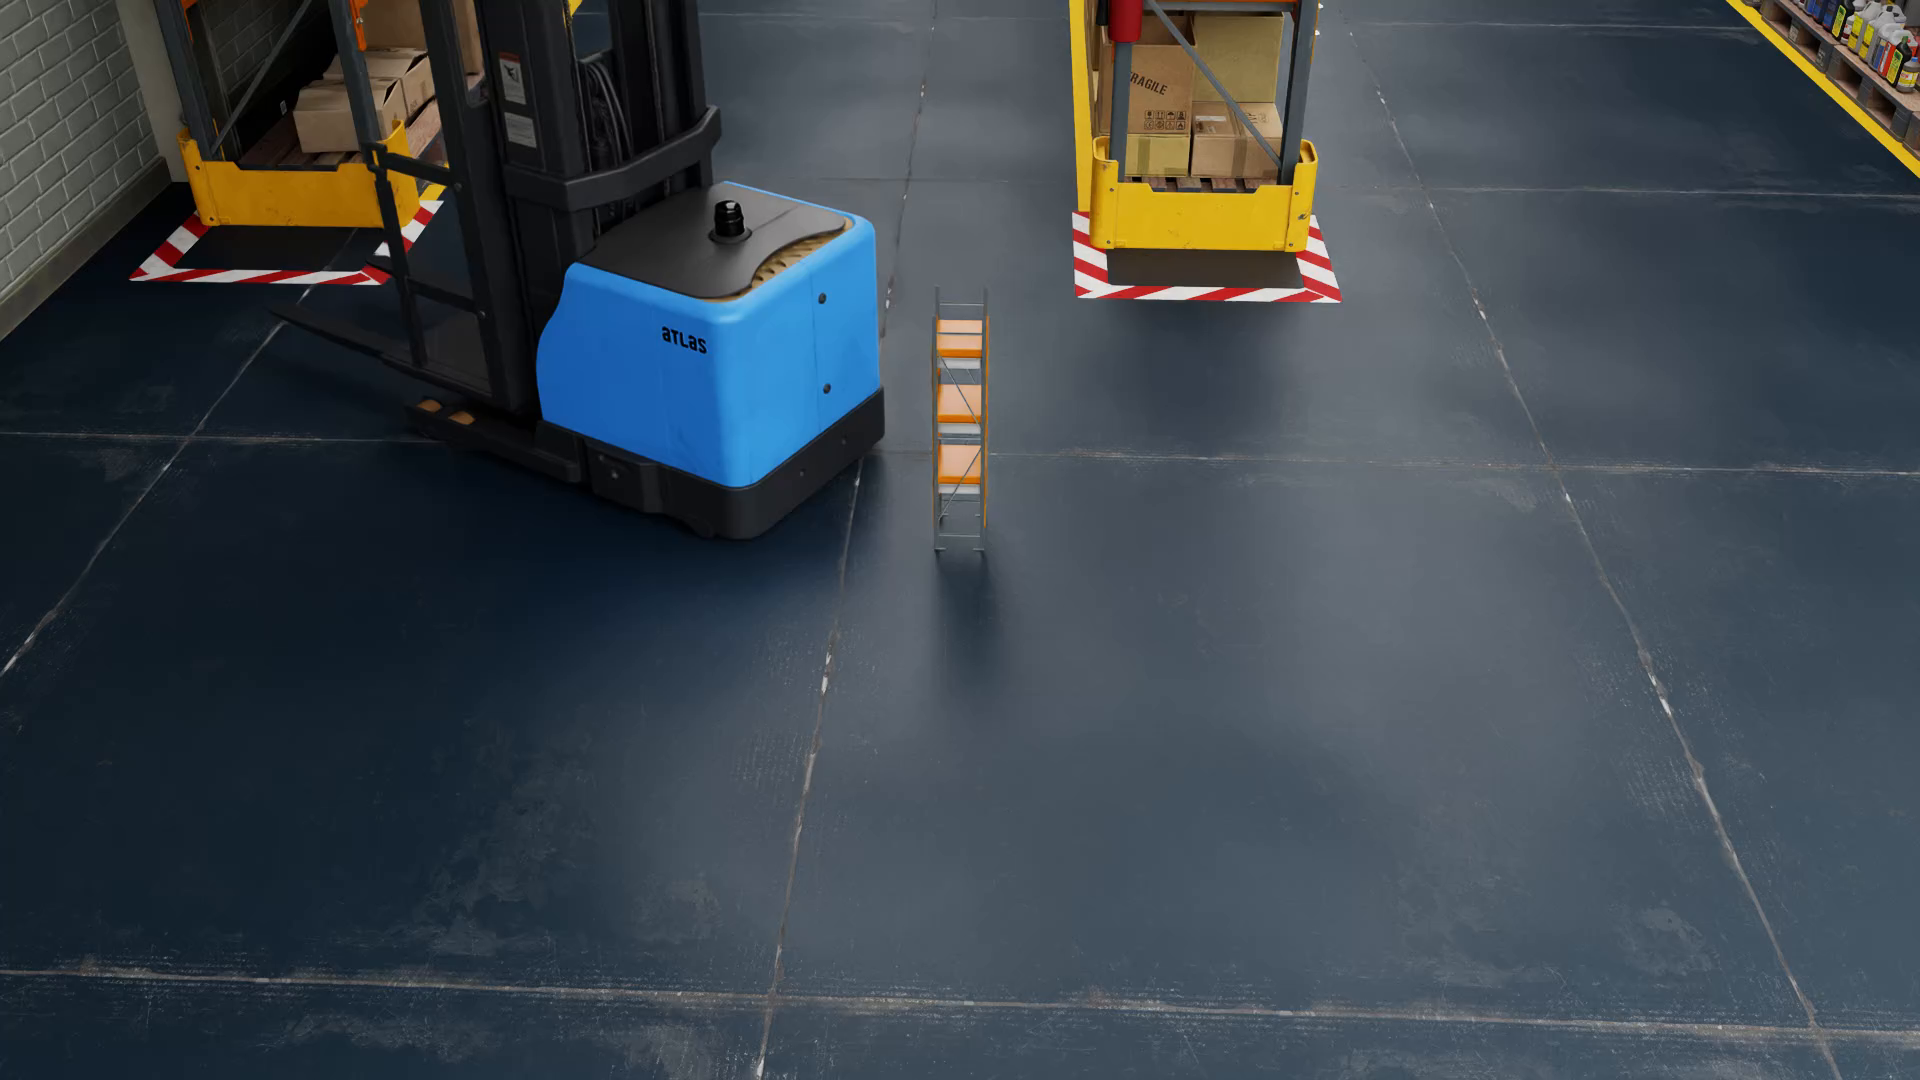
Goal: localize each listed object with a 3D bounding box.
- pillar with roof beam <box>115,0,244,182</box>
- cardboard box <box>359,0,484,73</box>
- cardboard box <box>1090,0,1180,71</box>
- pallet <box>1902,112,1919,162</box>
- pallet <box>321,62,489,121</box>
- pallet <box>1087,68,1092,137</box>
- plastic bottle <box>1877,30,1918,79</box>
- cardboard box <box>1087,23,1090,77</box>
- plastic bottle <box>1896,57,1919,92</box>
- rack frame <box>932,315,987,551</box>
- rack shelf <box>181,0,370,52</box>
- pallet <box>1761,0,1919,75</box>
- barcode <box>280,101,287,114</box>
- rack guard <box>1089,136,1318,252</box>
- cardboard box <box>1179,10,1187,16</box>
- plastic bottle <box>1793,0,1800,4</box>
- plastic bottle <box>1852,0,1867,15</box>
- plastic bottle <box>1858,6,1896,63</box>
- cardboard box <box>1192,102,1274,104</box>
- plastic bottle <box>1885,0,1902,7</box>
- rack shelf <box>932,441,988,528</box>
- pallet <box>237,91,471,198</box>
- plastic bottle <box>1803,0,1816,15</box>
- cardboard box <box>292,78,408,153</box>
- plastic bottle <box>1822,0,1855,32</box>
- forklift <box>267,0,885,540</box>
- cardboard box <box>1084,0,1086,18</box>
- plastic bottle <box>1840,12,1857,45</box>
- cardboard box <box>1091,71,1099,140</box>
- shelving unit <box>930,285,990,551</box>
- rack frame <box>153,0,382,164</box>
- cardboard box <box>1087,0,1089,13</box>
[{"bbox_3d":[-0.187,-5.793,7.167,9.100,9.000,0.400,1,35,2],"label":"pillar with roof beam"},{"bbox_3d":[-3.432,-3.317,10.652,0.700,0.500,0.500,-1,35,-1],"label":"cardboard box"},{"bbox_3d":[1.048,-3.147,9.993,0.500,0.500,0.500,1,35,2],"label":"cardboard box"},{"bbox_3d":[6.241,-2.158,9.637,1.003,0.211,1.213,1,35,2],"label":"pallet"},{"bbox_3d":[-3.529,-3.084,10.954,1.003,0.211,1.213,1,35,2],"label":"pallet"},{"bbox_3d":[1.338,-2.902,10.696,1.003,0.211,1.213,1,35,2],"label":"pallet"},{"bbox_3d":[5.920,-3.062,10.485,0.152,0.276,0.135,2,35,2],"label":"plastic bottle"},{"bbox_3d":[1.072,-3.128,10.618,0.500,0.250,0.500,1,35,2],"label":"cardboard box"},{"bbox_3d":[5.883,-2.888,10.301,0.097,0.201,0.097,0,35,0],"label":"plastic bottle"},{"bbox_3d":[-0.003,-0.390,6.392,0.200,1.050,0.008,1,35,2],"label":"rack frame"},{"bbox_3d":[-3.572,-3.871,10.275,1.077,0.370,4.000,1,35,2],"label":"rack shelf"},{"bbox_3d":[6.339,-3.560,11.631,1.003,0.211,1.213,1,35,2],"label":"pallet"},{"bbox_3d":[-3.933,-2.515,9.667,0.001,0.075,0.075,1,35,2],"label":"barcode"},{"bbox_3d":[1.297,-1.867,8.972,1.175,0.500,0.348,1,35,2],"label":"rack guard"},{"bbox_3d":[1.567,-3.135,9.976,0.500,0.500,0.500,1,35,2],"label":"cardboard box"},{"bbox_3d":[5.953,-3.889,11.726,0.097,0.201,0.097,0,35,0],"label":"plastic bottle"},{"bbox_3d":[5.985,-3.501,11.113,0.097,0.271,0.097,0,35,0],"label":"plastic bottle"},{"bbox_3d":[5.929,-3.268,10.712,0.144,0.351,0.185,3,35,4],"label":"plastic bottle"},{"bbox_3d":[1.558,-2.541,9.783,0.500,0.250,0.500,1,35,2],"label":"cardboard box"},{"bbox_3d":[6.526,-3.808,11.481,0.144,0.351,0.185,1,35,2],"label":"plastic bottle"},{"bbox_3d":[0.002,-0.224,6.658,0.215,0.259,0.240,1,35,2],"label":"rack shelf"},{"bbox_3d":[-3.581,-2.385,9.960,1.003,0.211,1.213,1,35,2],"label":"pallet"},{"bbox_3d":[5.971,-3.792,11.523,0.152,0.276,0.135,3,35,4],"label":"plastic bottle"},{"bbox_3d":[-3.534,-2.491,9.642,0.500,0.311,0.500,-2,35,-3],"label":"cardboard box"},{"bbox_3d":[5.953,-3.619,11.212,0.144,0.351,0.185,0,35,0],"label":"plastic bottle"},{"bbox_3d":[-1.853,-1.833,6.809,3.031,2.935,1.130,20,40,25],"label":"forklift"},{"bbox_3d":[1.112,-3.702,11.435,0.500,0.250,0.500,1,35,2],"label":"cardboard box"},{"bbox_3d":[5.918,-3.396,11.024,0.097,0.201,0.097,0,35,0],"label":"plastic bottle"},{"bbox_3d":[1.032,-2.553,9.800,0.500,0.250,0.500,1,35,2],"label":"cardboard box"},{"bbox_3d":[0.002,-0.460,6.492,0.215,1.050,0.252,1,35,2],"label":"shelving unit"},{"bbox_3d":[-3.652,-3.016,8.433,1.000,3.000,0.127,1,35,2],"label":"rack frame"},{"bbox_3d":[1.087,-3.722,10.811,0.500,0.500,0.500,1,35,2],"label":"cardboard box"}]
